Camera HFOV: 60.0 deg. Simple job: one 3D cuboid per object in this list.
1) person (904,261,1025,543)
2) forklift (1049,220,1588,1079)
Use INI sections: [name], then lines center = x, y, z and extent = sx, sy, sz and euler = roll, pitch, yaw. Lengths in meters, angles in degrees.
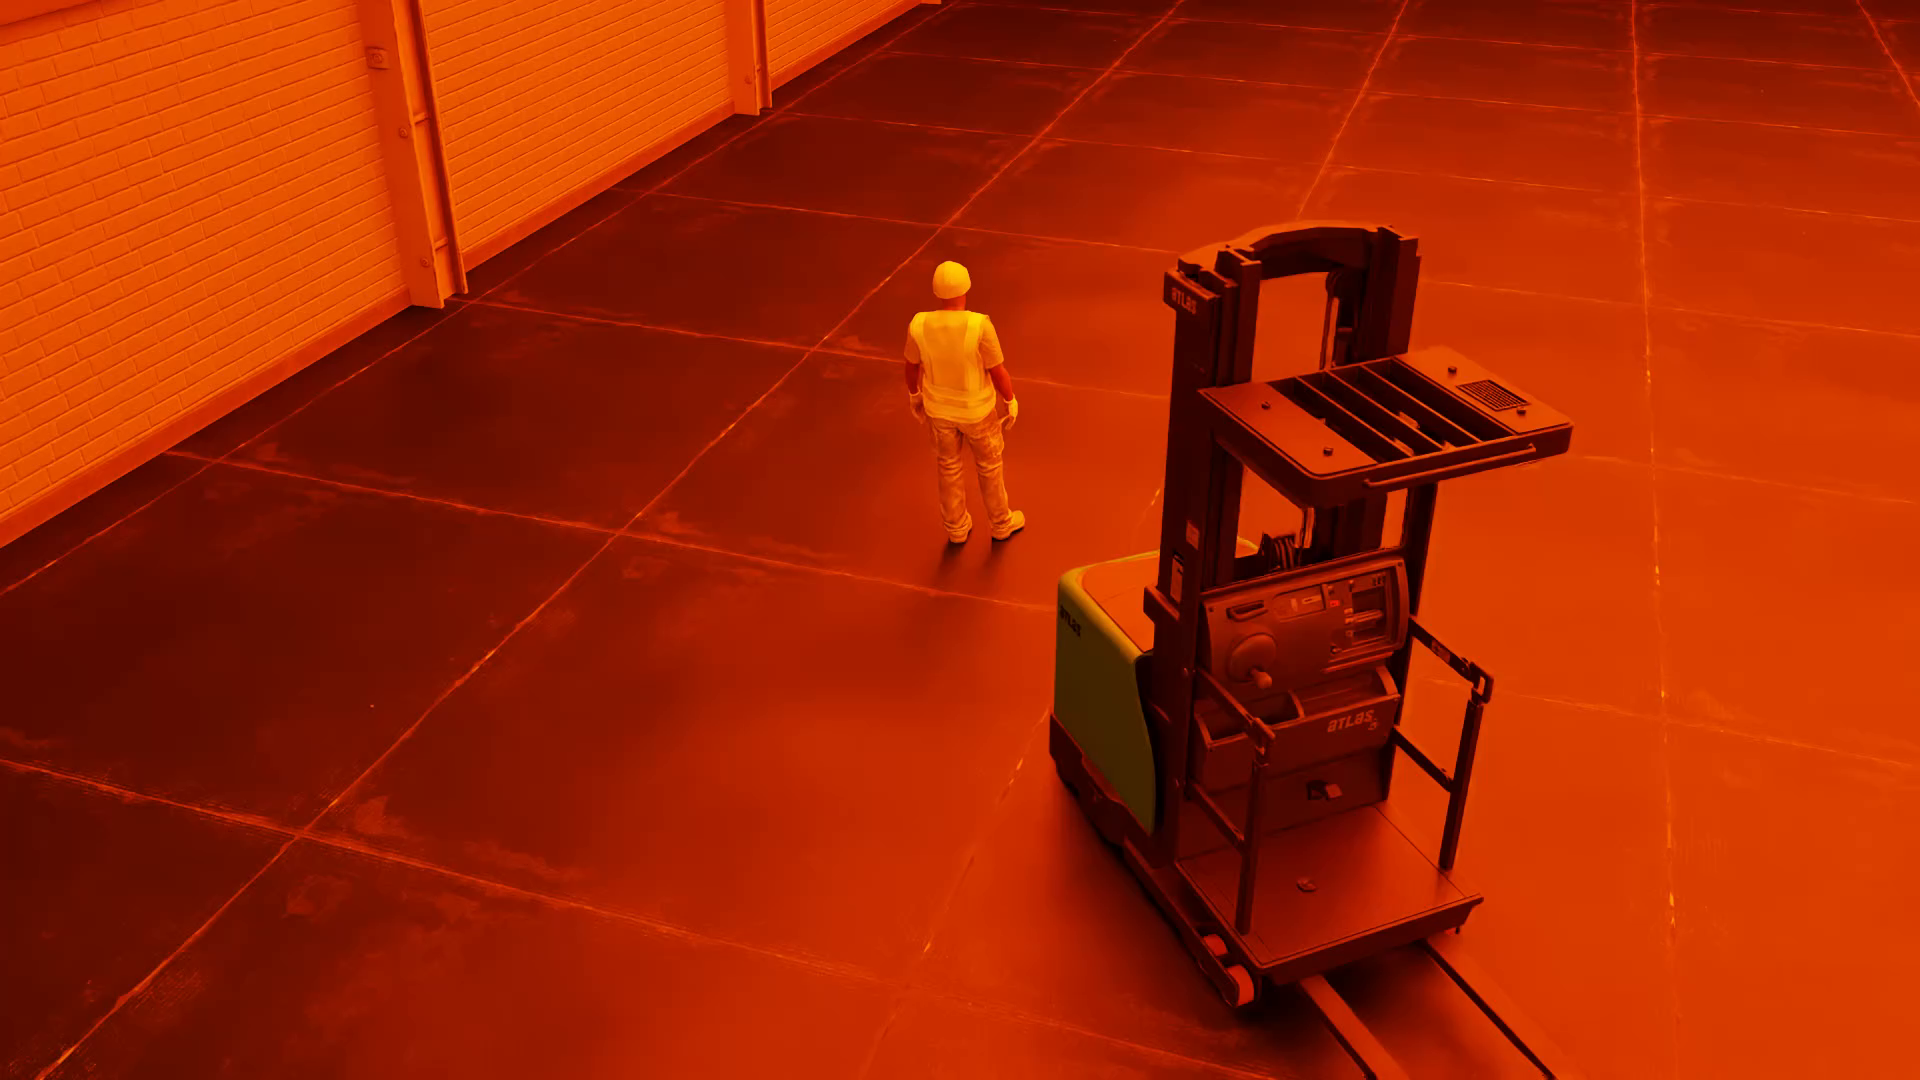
[person]
center = 0.031, -0.813, 9.709
extent = 0.656, 1.784, 0.575
euler = 10, 31, 16
[forklift]
center = 1.475, 0.382, 6.466
extent = 1.130, 2.935, 3.031
euler = -12, 32, -20
